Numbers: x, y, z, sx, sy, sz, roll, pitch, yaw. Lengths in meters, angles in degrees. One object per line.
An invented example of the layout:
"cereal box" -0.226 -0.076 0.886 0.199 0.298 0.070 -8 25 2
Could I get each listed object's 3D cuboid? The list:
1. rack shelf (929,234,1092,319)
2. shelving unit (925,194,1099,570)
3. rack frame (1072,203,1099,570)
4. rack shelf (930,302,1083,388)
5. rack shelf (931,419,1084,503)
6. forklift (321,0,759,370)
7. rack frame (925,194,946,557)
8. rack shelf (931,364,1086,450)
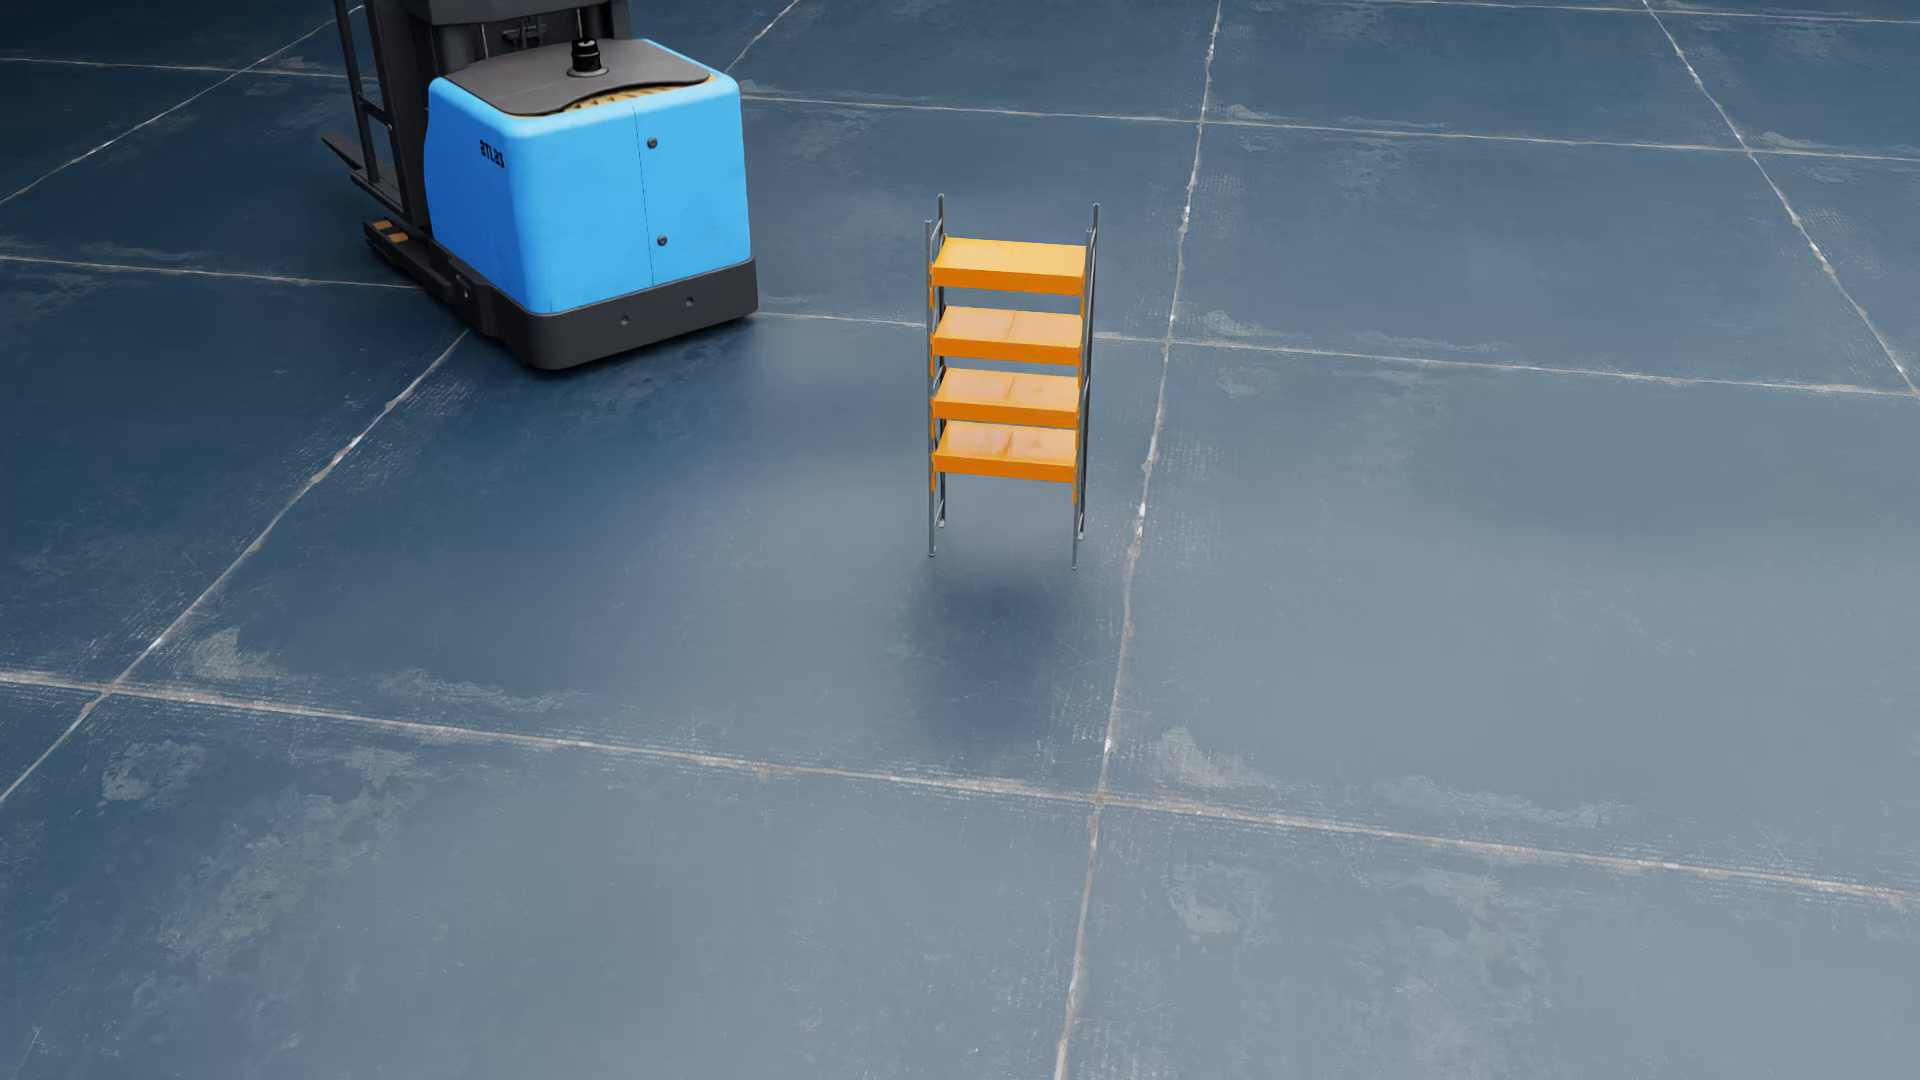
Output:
"rack shelf" 0.163 -0.827 5.200 0.480 0.148 0.258 5 32 8
"shelving unit" 0.163 -0.494 5.408 0.503 1.200 0.258 5 32 8
"rack frame" 0.404 -0.472 5.373 0.015 1.200 0.240 5 32 8
"rack shelf" 0.163 -0.626 5.325 0.480 0.148 0.258 5 32 8
"rack shelf" 0.163 -0.268 5.549 0.480 0.148 0.258 5 32 8
"forklift" -2.170 -2.652 7.225 1.130 2.935 3.031 -22 38 -31
"rack frame" -0.077 -0.516 5.443 0.015 1.200 0.240 5 32 8
"rack shelf" 0.163 -0.437 5.444 0.480 0.148 0.258 5 32 8
